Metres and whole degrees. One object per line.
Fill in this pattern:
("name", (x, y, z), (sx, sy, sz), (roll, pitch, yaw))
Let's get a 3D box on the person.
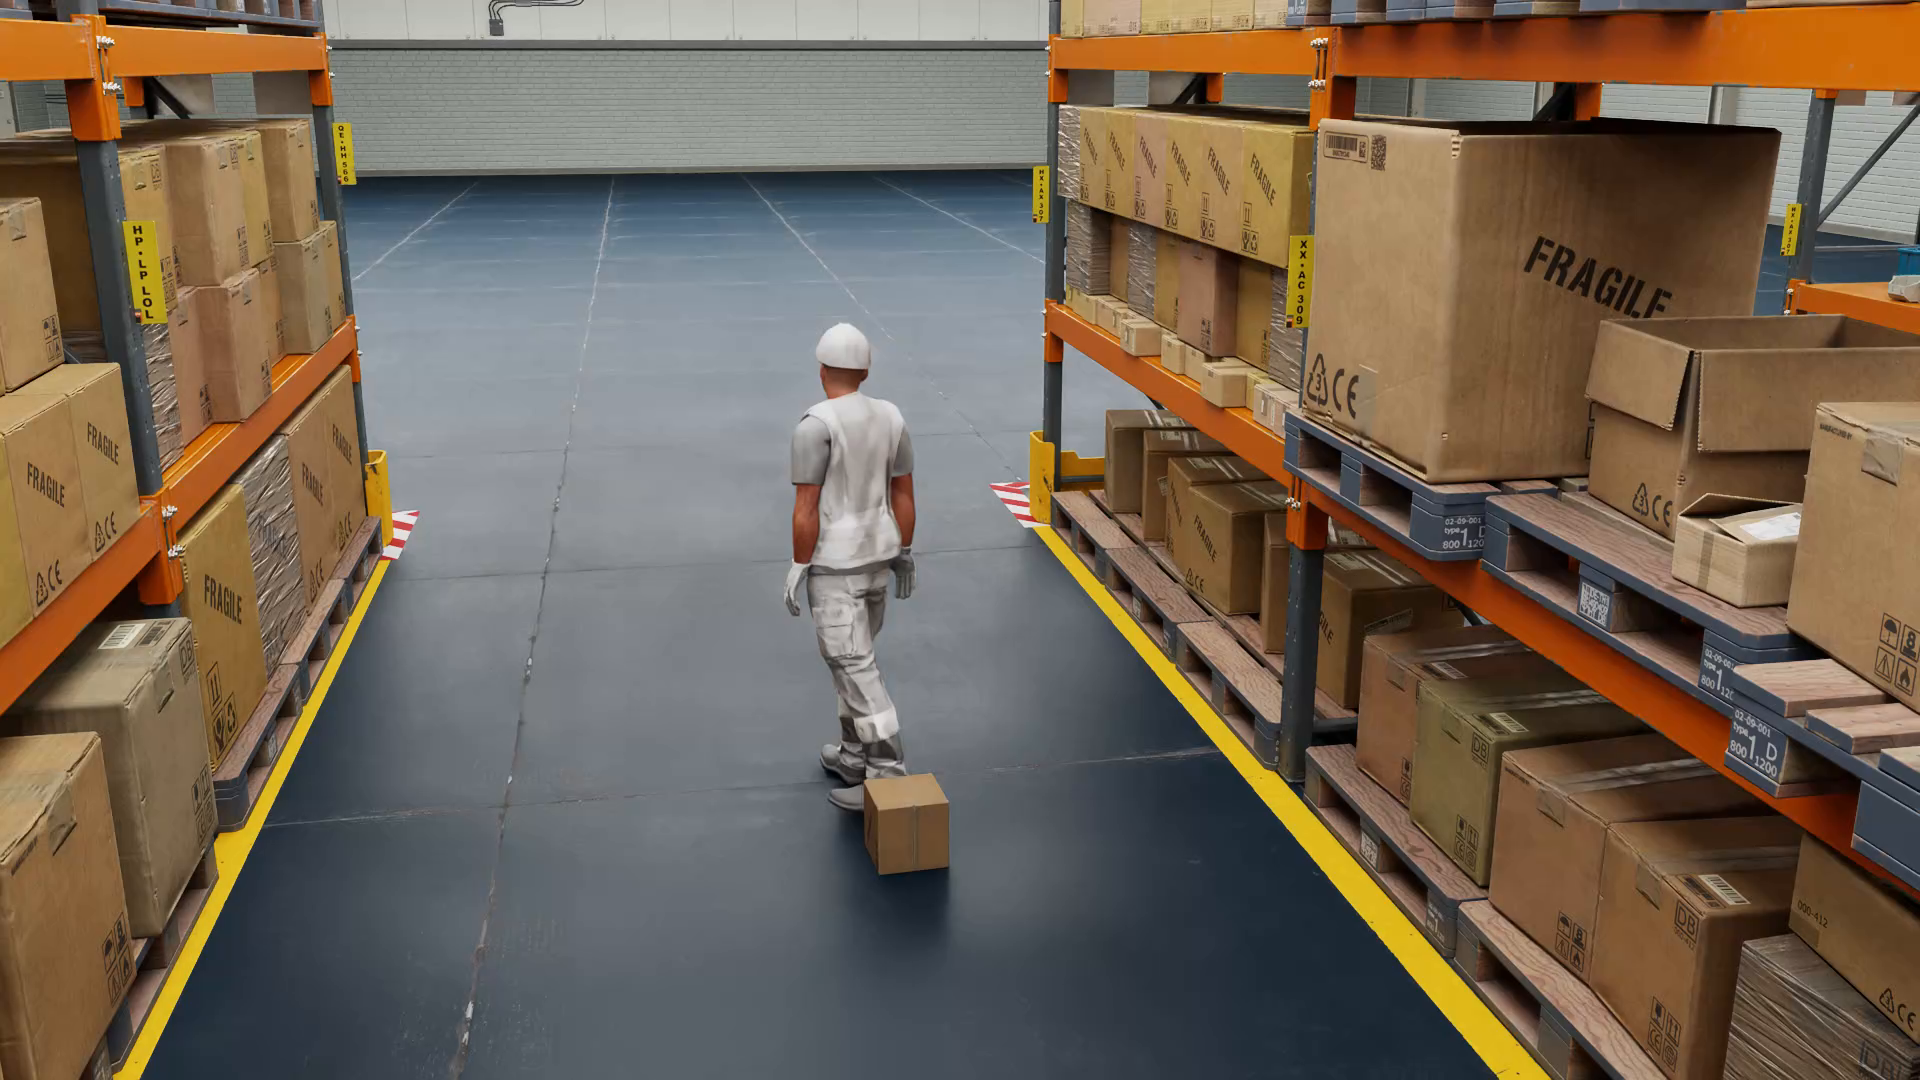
("person", (-0.381, 0.101, 6.161), (0.596, 1.779, 0.575), (13, 21, 39))
